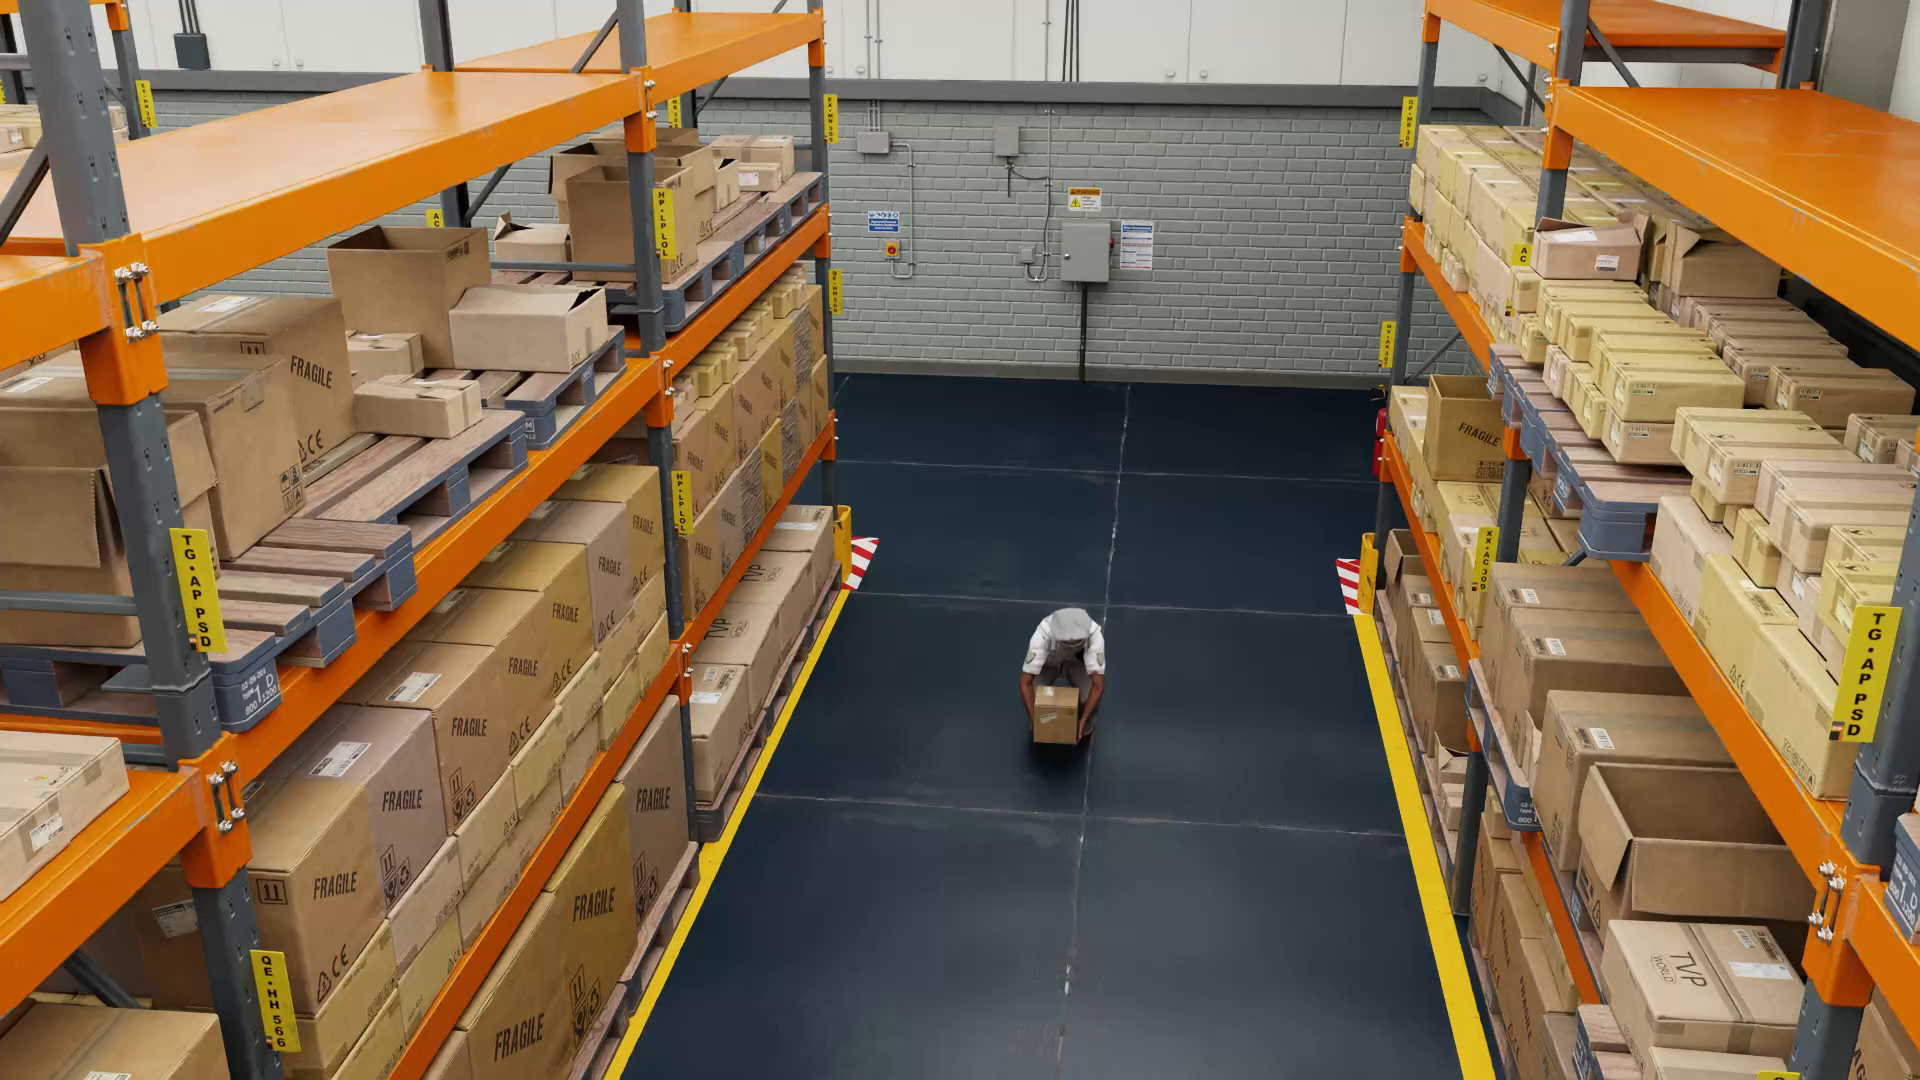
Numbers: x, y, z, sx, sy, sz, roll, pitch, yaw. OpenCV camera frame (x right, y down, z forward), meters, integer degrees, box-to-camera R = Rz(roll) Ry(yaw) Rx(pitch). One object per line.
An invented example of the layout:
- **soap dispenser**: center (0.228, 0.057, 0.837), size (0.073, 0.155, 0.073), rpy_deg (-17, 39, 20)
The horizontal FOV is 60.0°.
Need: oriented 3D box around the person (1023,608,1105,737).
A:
- **person**: center (0.634, 0.785, 10.075), size (0.491, 0.947, 0.713), rpy_deg (3, 21, 6)
